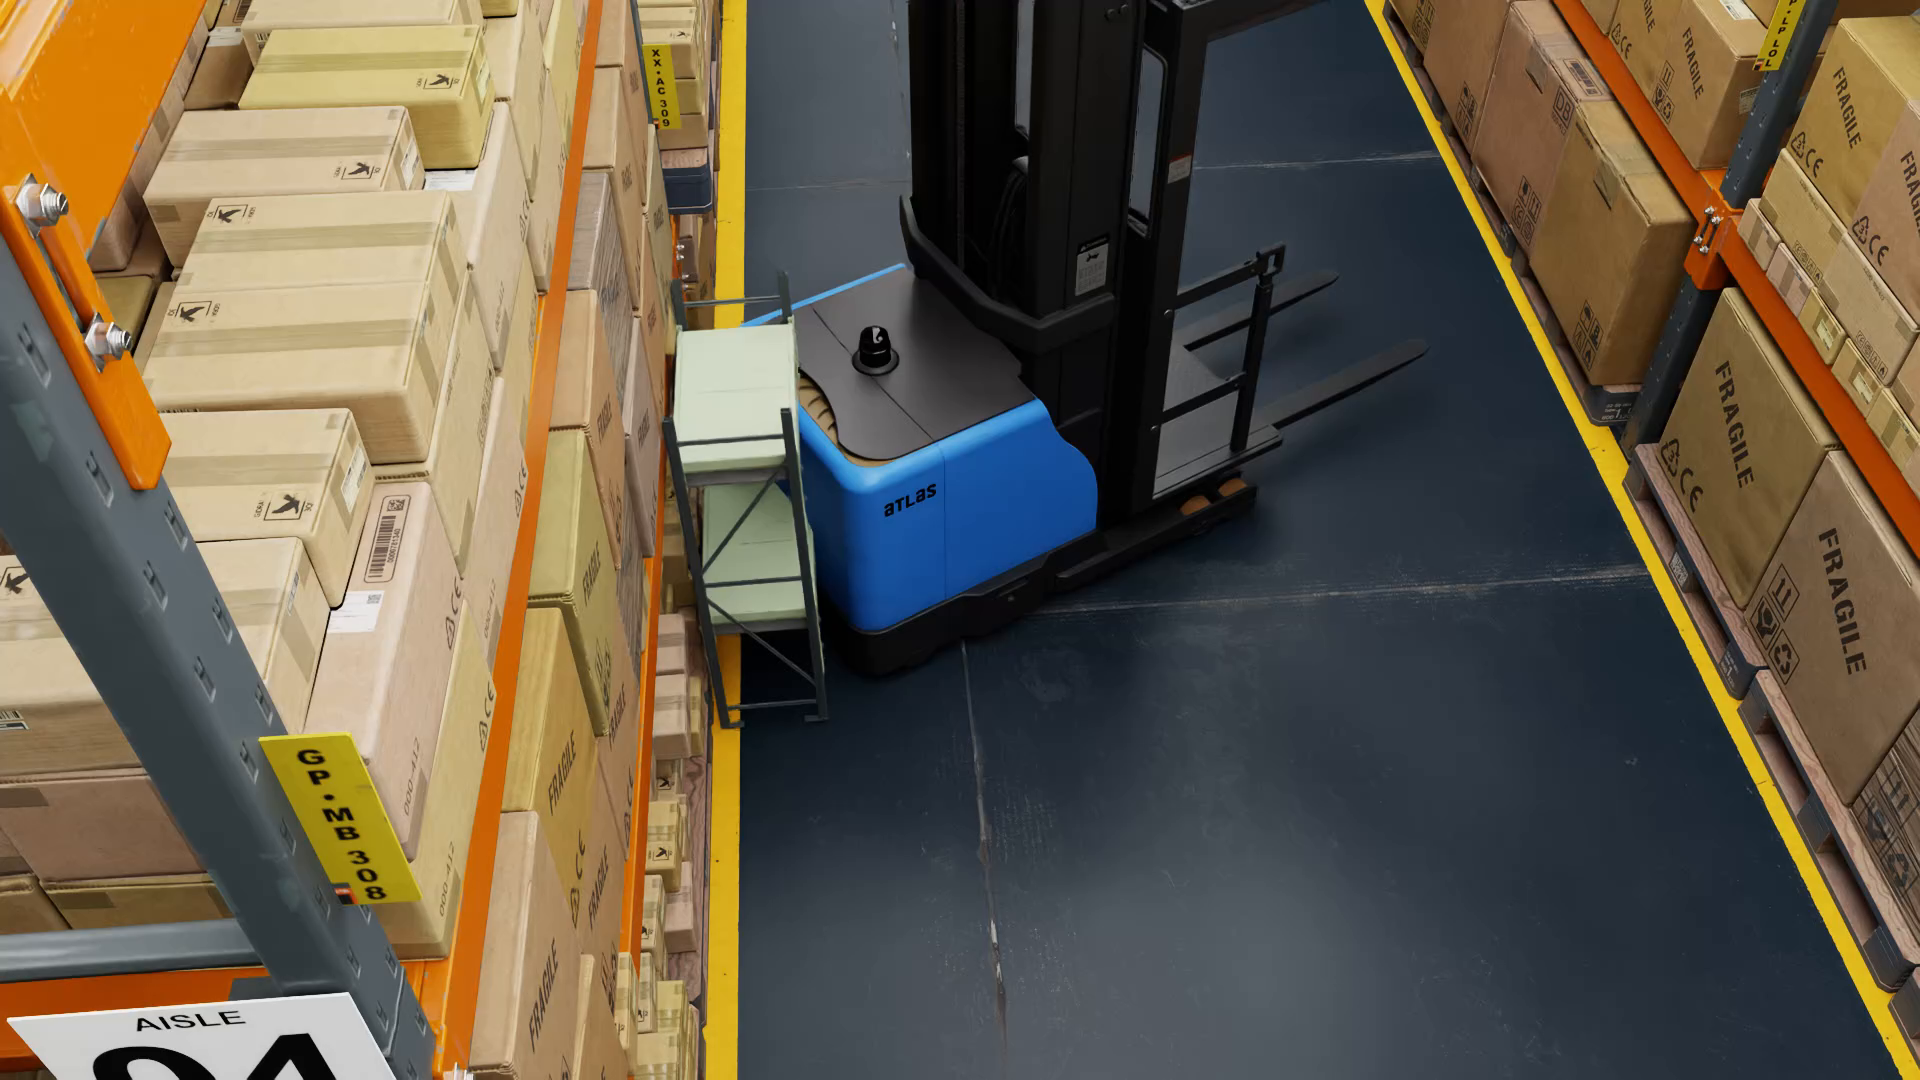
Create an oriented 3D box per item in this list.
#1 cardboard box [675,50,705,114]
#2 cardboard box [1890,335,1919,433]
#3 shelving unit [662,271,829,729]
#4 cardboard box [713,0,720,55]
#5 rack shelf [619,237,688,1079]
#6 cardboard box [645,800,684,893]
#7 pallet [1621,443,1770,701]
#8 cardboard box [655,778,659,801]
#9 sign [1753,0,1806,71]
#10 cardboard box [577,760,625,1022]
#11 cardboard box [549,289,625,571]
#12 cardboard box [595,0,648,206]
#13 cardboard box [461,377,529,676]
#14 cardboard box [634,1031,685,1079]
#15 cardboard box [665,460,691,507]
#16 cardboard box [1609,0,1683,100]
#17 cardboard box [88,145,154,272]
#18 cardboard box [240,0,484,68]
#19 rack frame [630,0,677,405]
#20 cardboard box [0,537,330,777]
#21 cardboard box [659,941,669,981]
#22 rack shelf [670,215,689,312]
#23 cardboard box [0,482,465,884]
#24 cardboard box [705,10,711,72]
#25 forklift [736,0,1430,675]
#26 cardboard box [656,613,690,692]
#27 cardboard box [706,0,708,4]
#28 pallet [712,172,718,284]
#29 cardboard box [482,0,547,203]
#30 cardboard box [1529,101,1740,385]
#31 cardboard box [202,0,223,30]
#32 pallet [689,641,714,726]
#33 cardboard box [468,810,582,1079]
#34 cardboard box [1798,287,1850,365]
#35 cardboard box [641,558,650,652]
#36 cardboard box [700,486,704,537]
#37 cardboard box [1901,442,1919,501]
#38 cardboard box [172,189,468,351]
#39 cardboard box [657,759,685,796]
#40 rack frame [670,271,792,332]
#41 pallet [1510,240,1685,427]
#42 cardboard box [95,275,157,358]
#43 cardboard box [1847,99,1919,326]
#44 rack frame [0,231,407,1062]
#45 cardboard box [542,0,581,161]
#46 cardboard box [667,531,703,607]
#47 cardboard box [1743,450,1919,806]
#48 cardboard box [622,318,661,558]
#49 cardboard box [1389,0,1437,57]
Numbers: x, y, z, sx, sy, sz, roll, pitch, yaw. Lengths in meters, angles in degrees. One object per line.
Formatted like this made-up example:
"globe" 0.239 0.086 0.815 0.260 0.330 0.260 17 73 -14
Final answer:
"cardboard box" -1.138 -1.686 6.096 0.380 0.149 0.250 -3 47 -3
"cardboard box" 3.252 -0.401 5.099 0.500 0.250 0.500 -2 47 -2
"shelving unit" -0.740 -0.109 5.939 0.431 1.500 0.755 -5 45 -3
"cardboard box" -1.582 -2.931 9.029 0.500 0.500 0.500 -4 47 -3
"rack shelf" -1.396 0.482 4.859 1.077 0.370 4.000 -3 47 -3
"cardboard box" -1.063 0.962 5.174 0.380 0.149 0.250 -3 47 -3
"pallet" 3.374 0.073 6.672 1.003 0.211 1.213 -3 47 -3
"cardboard box" -1.199 0.879 5.457 0.380 0.149 0.250 -1 47 -1
"sign" 2.848 -1.772 5.755 0.100 0.325 0.005 -3 47 -3
"cardboard box" -1.061 0.818 3.772 0.500 0.500 0.500 -3 47 -3
"cardboard box" -1.117 -0.251 4.095 0.500 0.500 0.500 -5 47 -5
"cardboard box" -1.254 -1.369 5.155 0.500 0.500 0.500 -5 47 -5
"cardboard box" -1.051 -0.020 2.877 0.500 0.250 0.500 -2 47 -2
"cardboard box" -0.970 1.531 4.635 0.380 0.149 0.250 -4 47 -3
"cardboard box" -1.213 -0.157 6.234 0.380 0.149 0.250 -3 47 -3
"cardboard box" 3.042 -2.155 6.793 0.500 0.500 0.500 -2 47 -2
"cardboard box" -1.585 -0.571 2.780 0.380 0.149 0.250 -4 47 -4
"cardboard box" -1.129 -0.981 3.168 0.380 0.149 0.250 -2 47 -2
"rack frame" -1.563 -1.212 5.969 1.000 3.000 0.127 -3 47 -3
"cardboard box" -1.028 0.145 2.102 0.380 0.149 0.250 -4 47 -4
"cardboard box" -1.113 1.385 5.183 0.380 0.149 0.250 -3 47 -3
"rack shelf" -1.731 -2.412 7.600 1.077 0.370 4.000 -3 47 -3
"cardboard box" -1.007 0.189 2.334 0.500 0.250 0.500 -3 47 -3
"cardboard box" -1.184 -1.965 6.565 0.380 0.149 0.250 -3 47 -3
"forklift" 0.638 -1.328 6.126 3.031 2.935 1.130 -25 51 -22
"cardboard box" -1.126 0.406 5.701 0.380 0.149 0.250 -6 47 -5
"cardboard box" -1.206 -2.248 6.628 0.380 0.149 0.250 -5 47 -5
"pallet" -1.735 -1.701 8.352 1.003 0.211 1.213 -3 47 -3
"cardboard box" -1.125 -0.913 3.378 0.500 0.250 0.500 -5 47 -5
"cardboard box" 3.314 -1.316 7.241 1.225 0.875 0.875 -3 47 -3
"cardboard box" -1.683 -1.134 3.313 0.380 0.149 0.250 -5 47 -4
"pallet" -1.472 0.230 6.523 1.003 0.211 1.213 -3 47 -3
"cardboard box" -1.001 0.860 3.043 0.500 0.500 0.500 -4 47 -4
"cardboard box" 3.126 -0.739 5.694 0.380 0.149 0.250 -2 47 -2
"cardboard box" -1.103 0.193 4.811 0.380 0.149 0.250 -3 47 -3
"cardboard box" -1.191 -0.113 6.602 0.380 0.149 0.250 -3 47 -3
"cardboard box" 3.190 -0.182 5.166 0.380 0.149 0.250 -3 47 -3
"cardboard box" -1.002 -0.418 2.634 0.380 0.149 0.250 -3 47 -3
"cardboard box" -1.149 0.828 5.710 0.380 0.149 0.250 -3 47 -3
"rack frame" -0.773 -0.364 6.199 0.400 1.500 0.023 -5 45 -3
"pallet" 3.248 -1.035 7.722 1.003 0.211 1.213 -3 47 -3
"cardboard box" -1.564 -0.158 2.663 0.500 0.250 0.500 -5 47 -4
"cardboard box" 3.207 -1.030 5.178 0.500 0.500 0.500 -3 47 -3
"rack frame" -1.228 -0.381 1.050 1.000 3.000 0.127 -3 47 -3
"cardboard box" -1.180 -1.124 3.923 0.500 0.250 0.500 -4 47 -4
"cardboard box" -1.145 0.118 6.178 0.380 0.149 0.250 -5 47 -5
"cardboard box" 3.439 0.279 5.730 0.875 0.875 0.875 -3 47 -3
"cardboard box" -1.158 -0.280 4.812 0.500 0.500 0.500 -4 47 -4
"cardboard box" 3.090 -3.248 9.071 1.225 0.875 0.875 -5 47 -5
